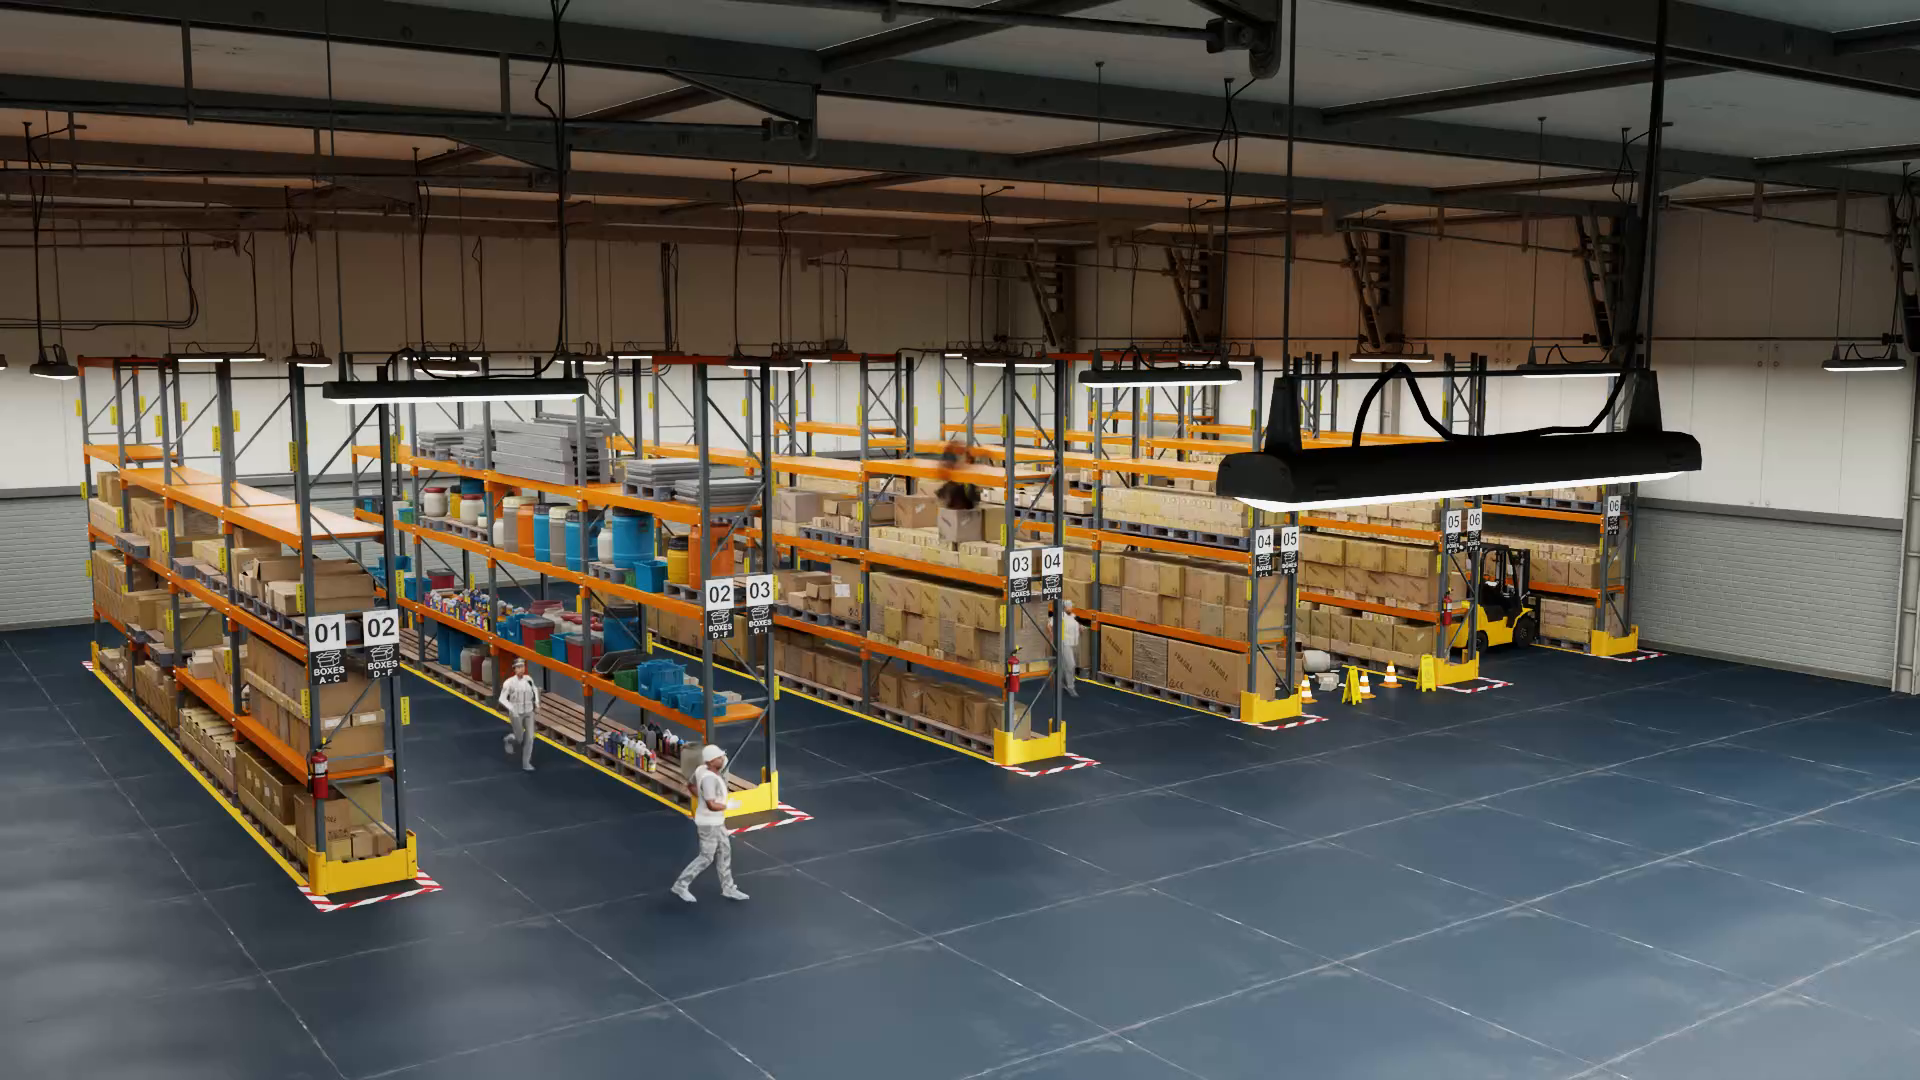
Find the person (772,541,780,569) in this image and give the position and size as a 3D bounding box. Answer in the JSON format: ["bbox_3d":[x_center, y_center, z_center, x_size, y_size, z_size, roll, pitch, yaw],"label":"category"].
[{"bbox_3d":[-4.339,0.843,38.054,0.651,1.841,0.776,-5,8,-33],"label":"person"}]

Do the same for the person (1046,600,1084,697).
[{"bbox_3d":[1.892,1.915,29.679,0.770,1.727,0.580,6,9,42],"label":"person"}]

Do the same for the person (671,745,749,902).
[{"bbox_3d":[-2.814,3.188,18.632,0.869,1.815,0.705,-1,7,-10],"label":"person"}]

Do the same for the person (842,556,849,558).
[{"bbox_3d":[-2.410,1.209,35.404,0.681,1.786,0.749,-5,8,-35],"label":"person"}]

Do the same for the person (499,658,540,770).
[{"bbox_3d":[-6.464,2.547,24.556,0.632,1.656,0.778,-5,9,-37],"label":"person"}]
